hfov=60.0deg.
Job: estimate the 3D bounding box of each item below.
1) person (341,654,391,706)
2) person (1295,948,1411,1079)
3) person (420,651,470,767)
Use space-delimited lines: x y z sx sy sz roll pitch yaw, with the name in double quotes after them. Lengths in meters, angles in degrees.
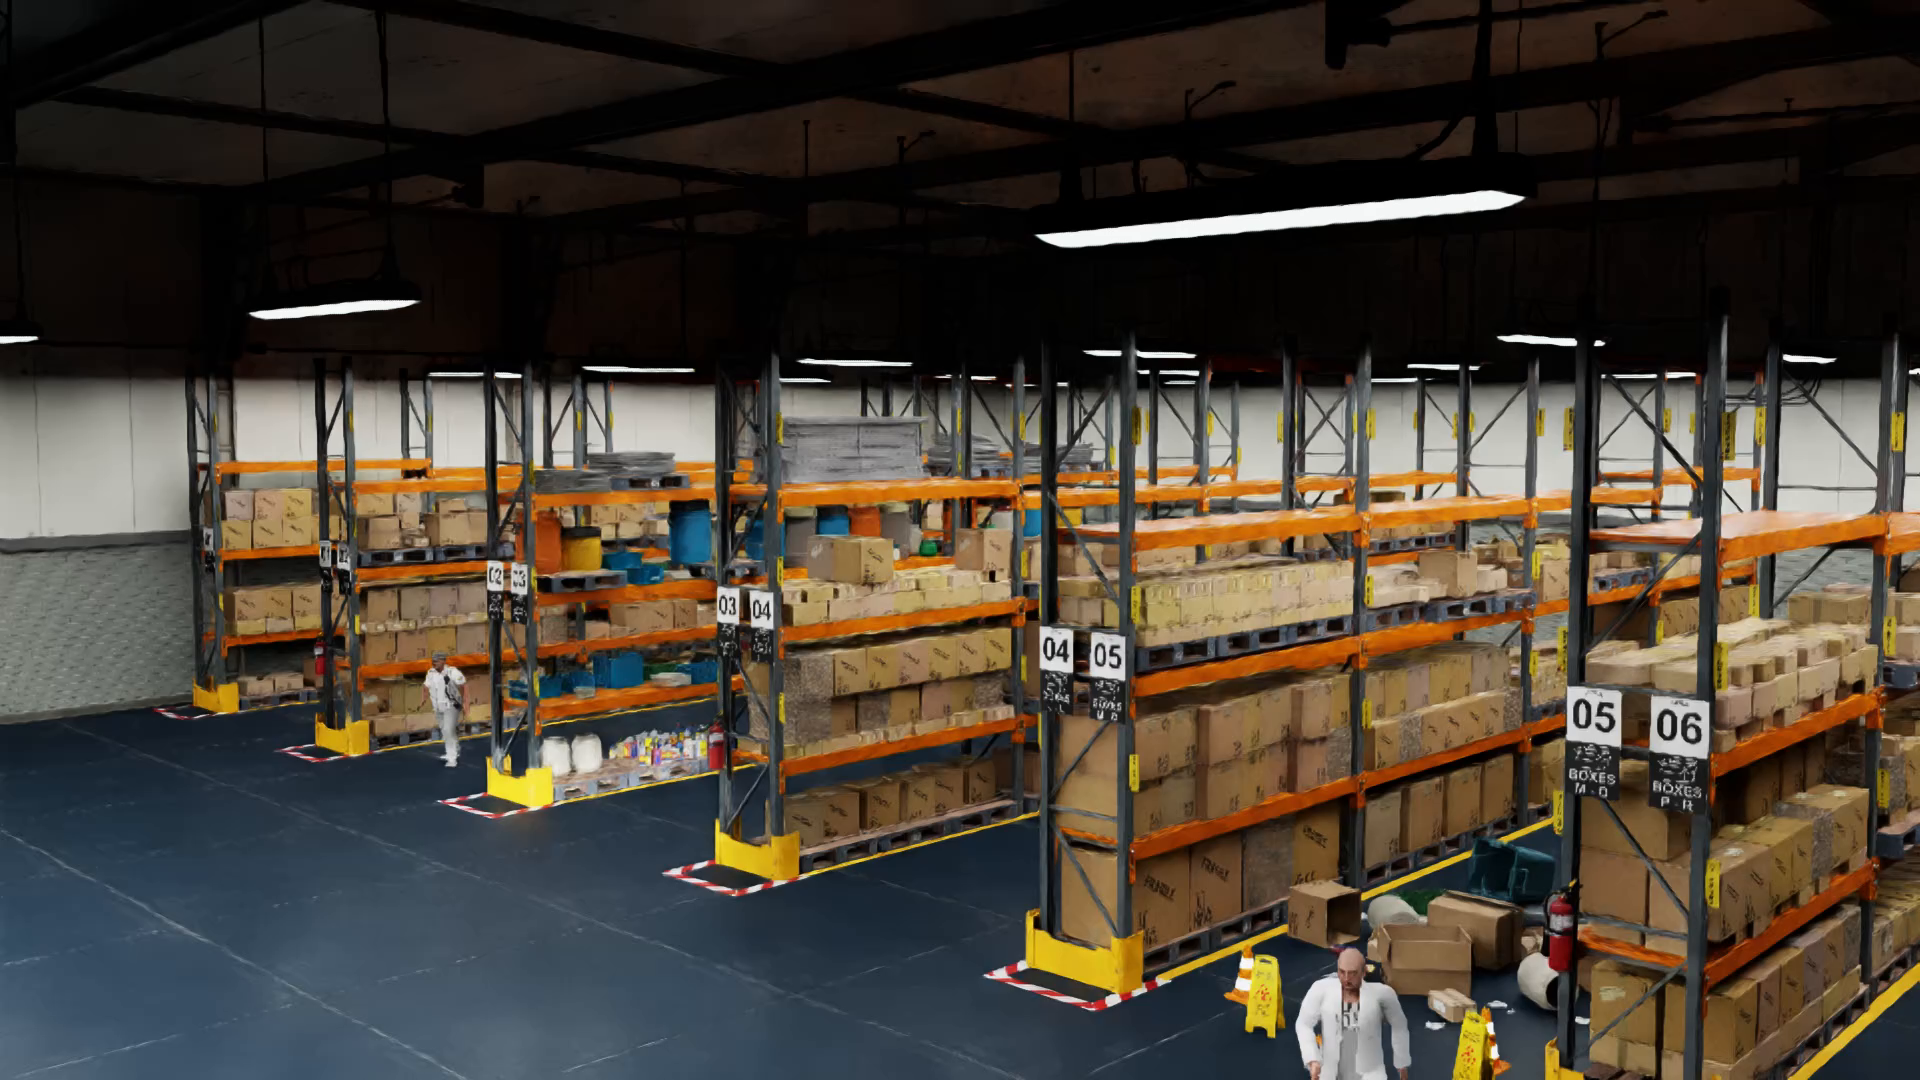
-10.004 2.155 28.186 0.835 1.697 0.734 -4 6 -41 "person"
2.570 3.468 10.839 0.733 1.716 0.873 2 5 25 "person"
-7.527 2.442 24.433 0.705 1.690 0.833 2 5 25 "person"
